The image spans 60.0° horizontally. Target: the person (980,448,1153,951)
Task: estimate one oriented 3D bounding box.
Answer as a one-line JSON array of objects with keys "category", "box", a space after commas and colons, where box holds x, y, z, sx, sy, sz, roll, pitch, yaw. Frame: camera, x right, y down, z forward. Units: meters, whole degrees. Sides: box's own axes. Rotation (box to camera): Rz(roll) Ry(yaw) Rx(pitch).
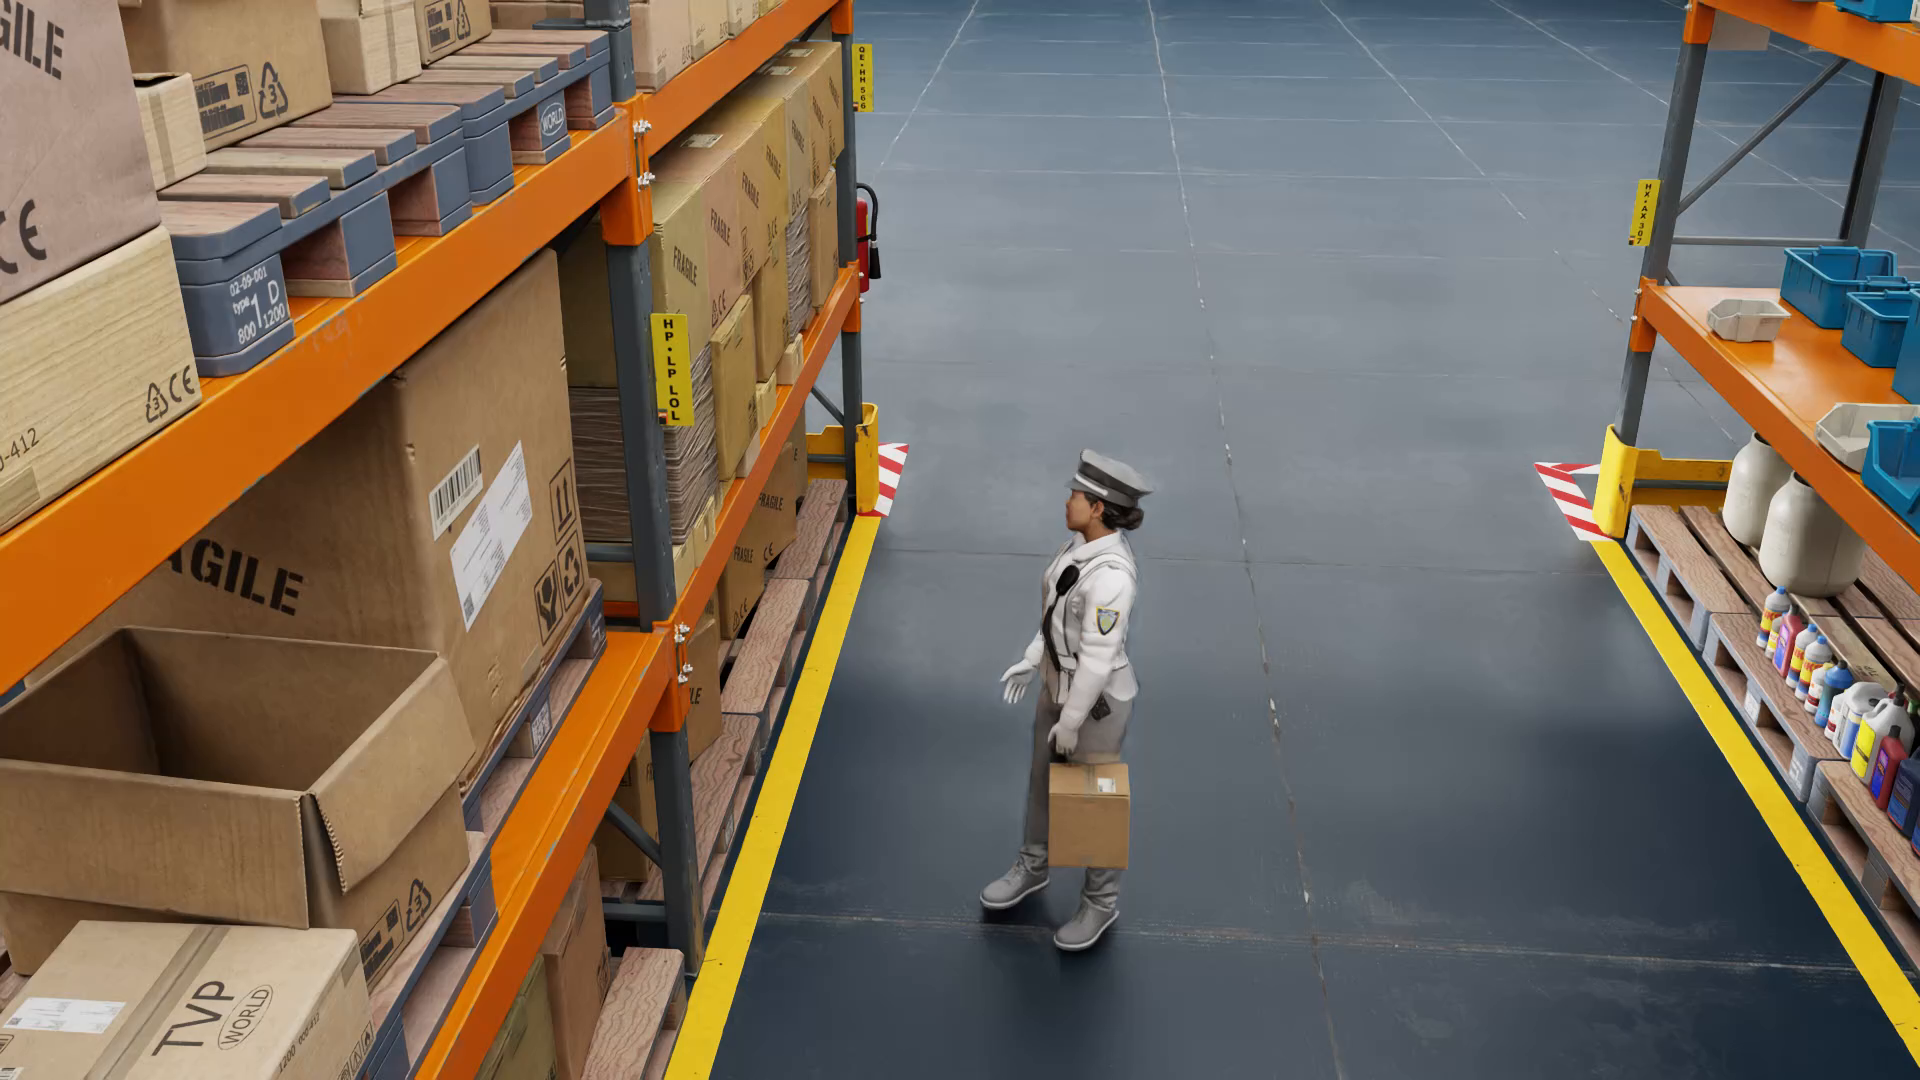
[{"category": "person", "box": [0.348, 0.528, 5.385, 0.533, 1.694, 0.501, -5, 25, -10]}]
